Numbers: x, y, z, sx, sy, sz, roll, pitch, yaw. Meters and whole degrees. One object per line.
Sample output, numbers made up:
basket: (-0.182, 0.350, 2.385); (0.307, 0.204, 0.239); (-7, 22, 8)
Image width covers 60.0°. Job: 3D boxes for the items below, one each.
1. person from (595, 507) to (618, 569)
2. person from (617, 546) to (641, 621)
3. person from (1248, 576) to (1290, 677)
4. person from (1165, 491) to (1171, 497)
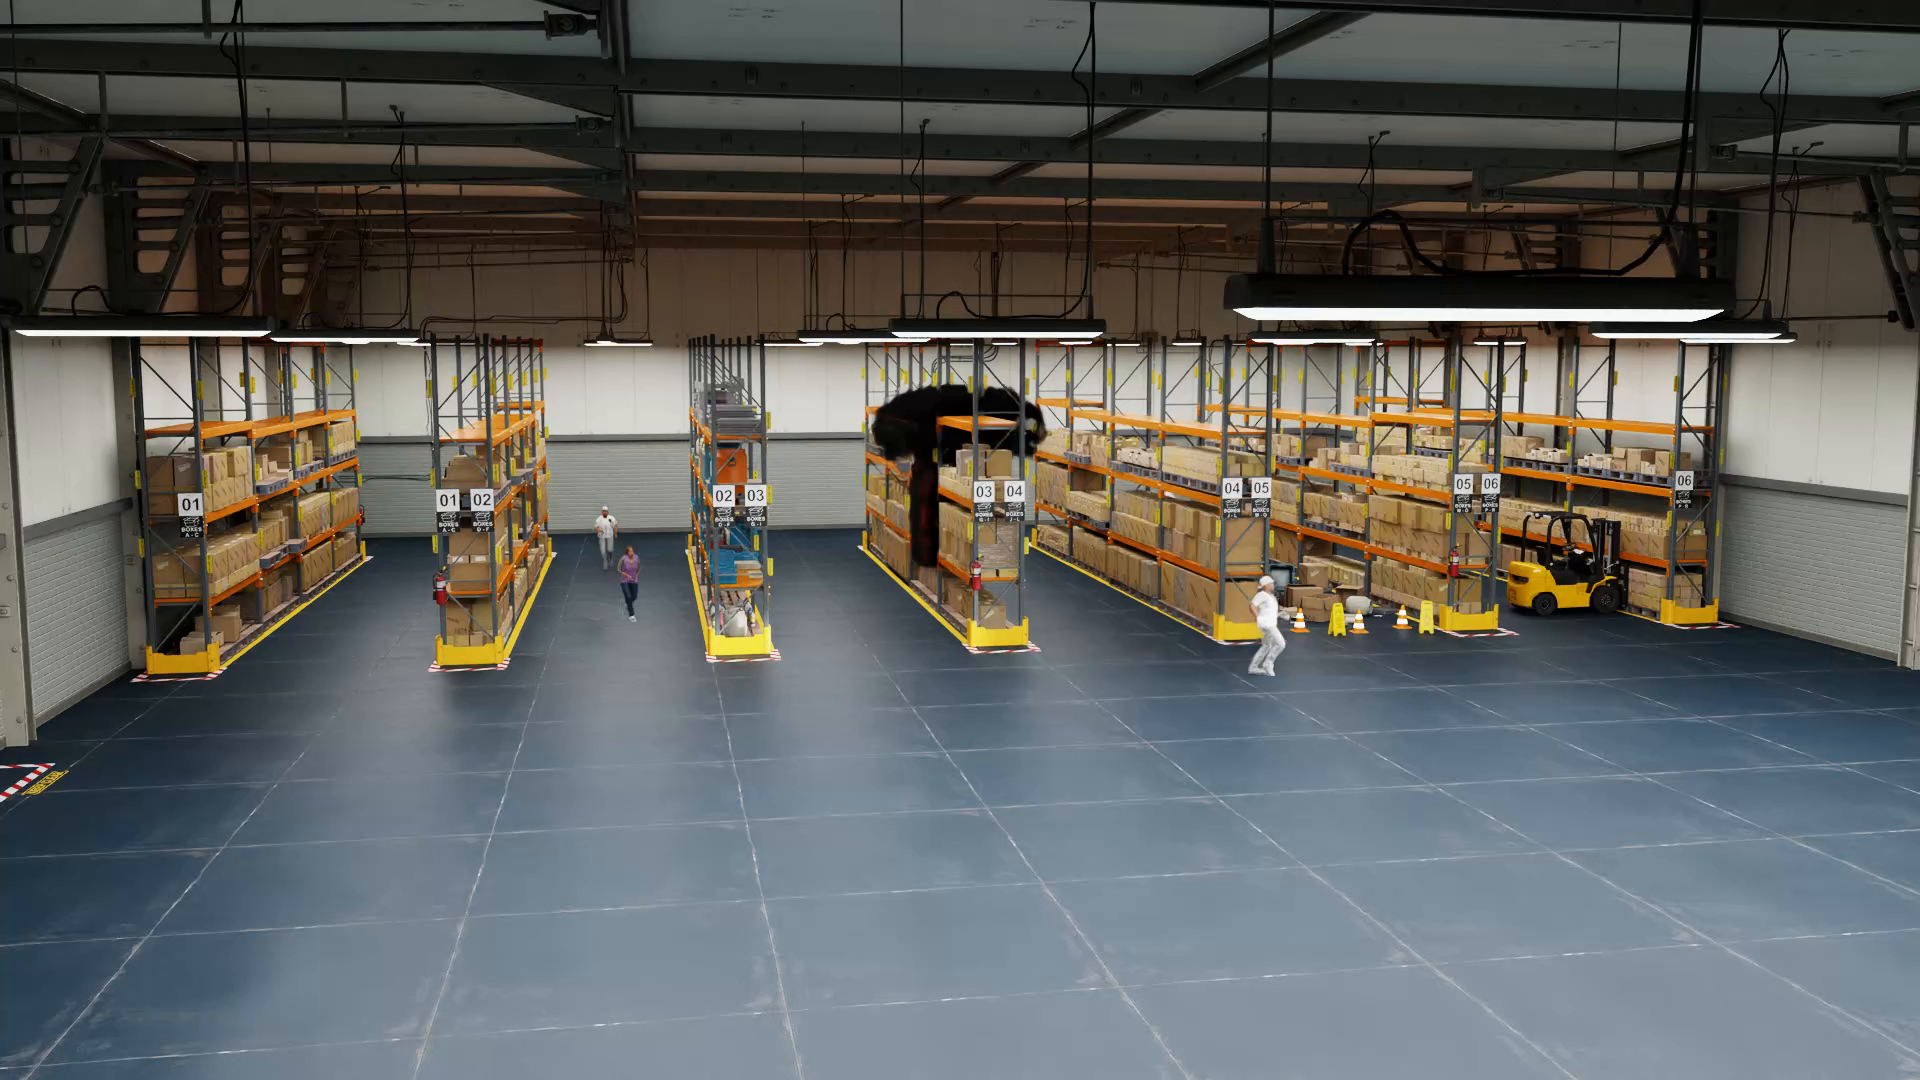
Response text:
person: (-9.220, -0.053, 43.356); (0.592, 1.629, 0.577); (-1, 7, -9)
person: (-6.639, 0.858, 33.380); (0.506, 1.545, 0.690); (-3, 7, -22)
person: (5.414, 1.520, 29.179); (0.693, 1.773, 0.694); (2, 7, 19)
person: (6.220, -0.922, 50.525); (0.687, 1.728, 0.699); (-2, 7, -13)
